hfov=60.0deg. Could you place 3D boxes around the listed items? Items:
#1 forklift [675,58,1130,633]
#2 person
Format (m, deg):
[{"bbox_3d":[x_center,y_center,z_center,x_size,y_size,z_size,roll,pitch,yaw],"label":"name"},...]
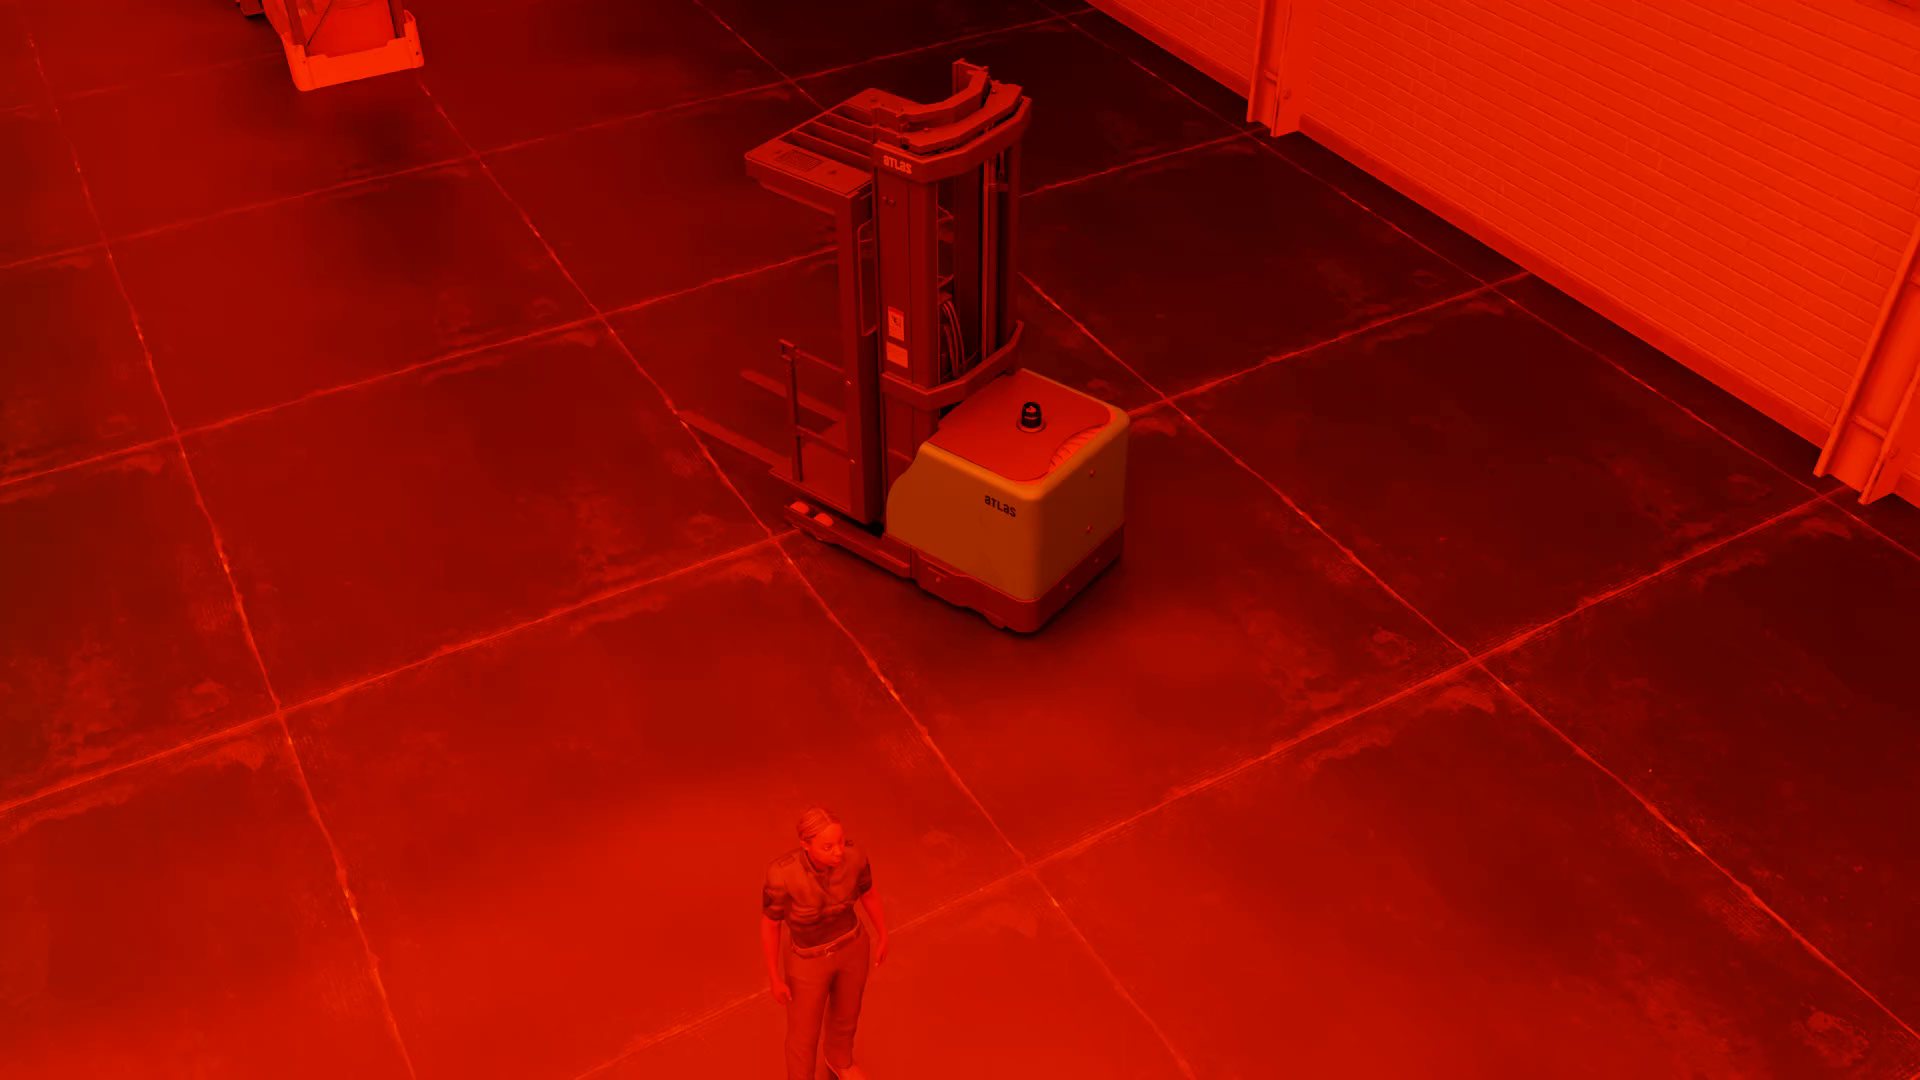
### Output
[{"bbox_3d":[-0.481,-1.366,9.683,3.031,2.935,1.130,26,46,28],"label":"forklift"},{"bbox_3d":[-0.532,1.780,6.878,0.569,1.656,0.503,-19,43,-21],"label":"person"}]
